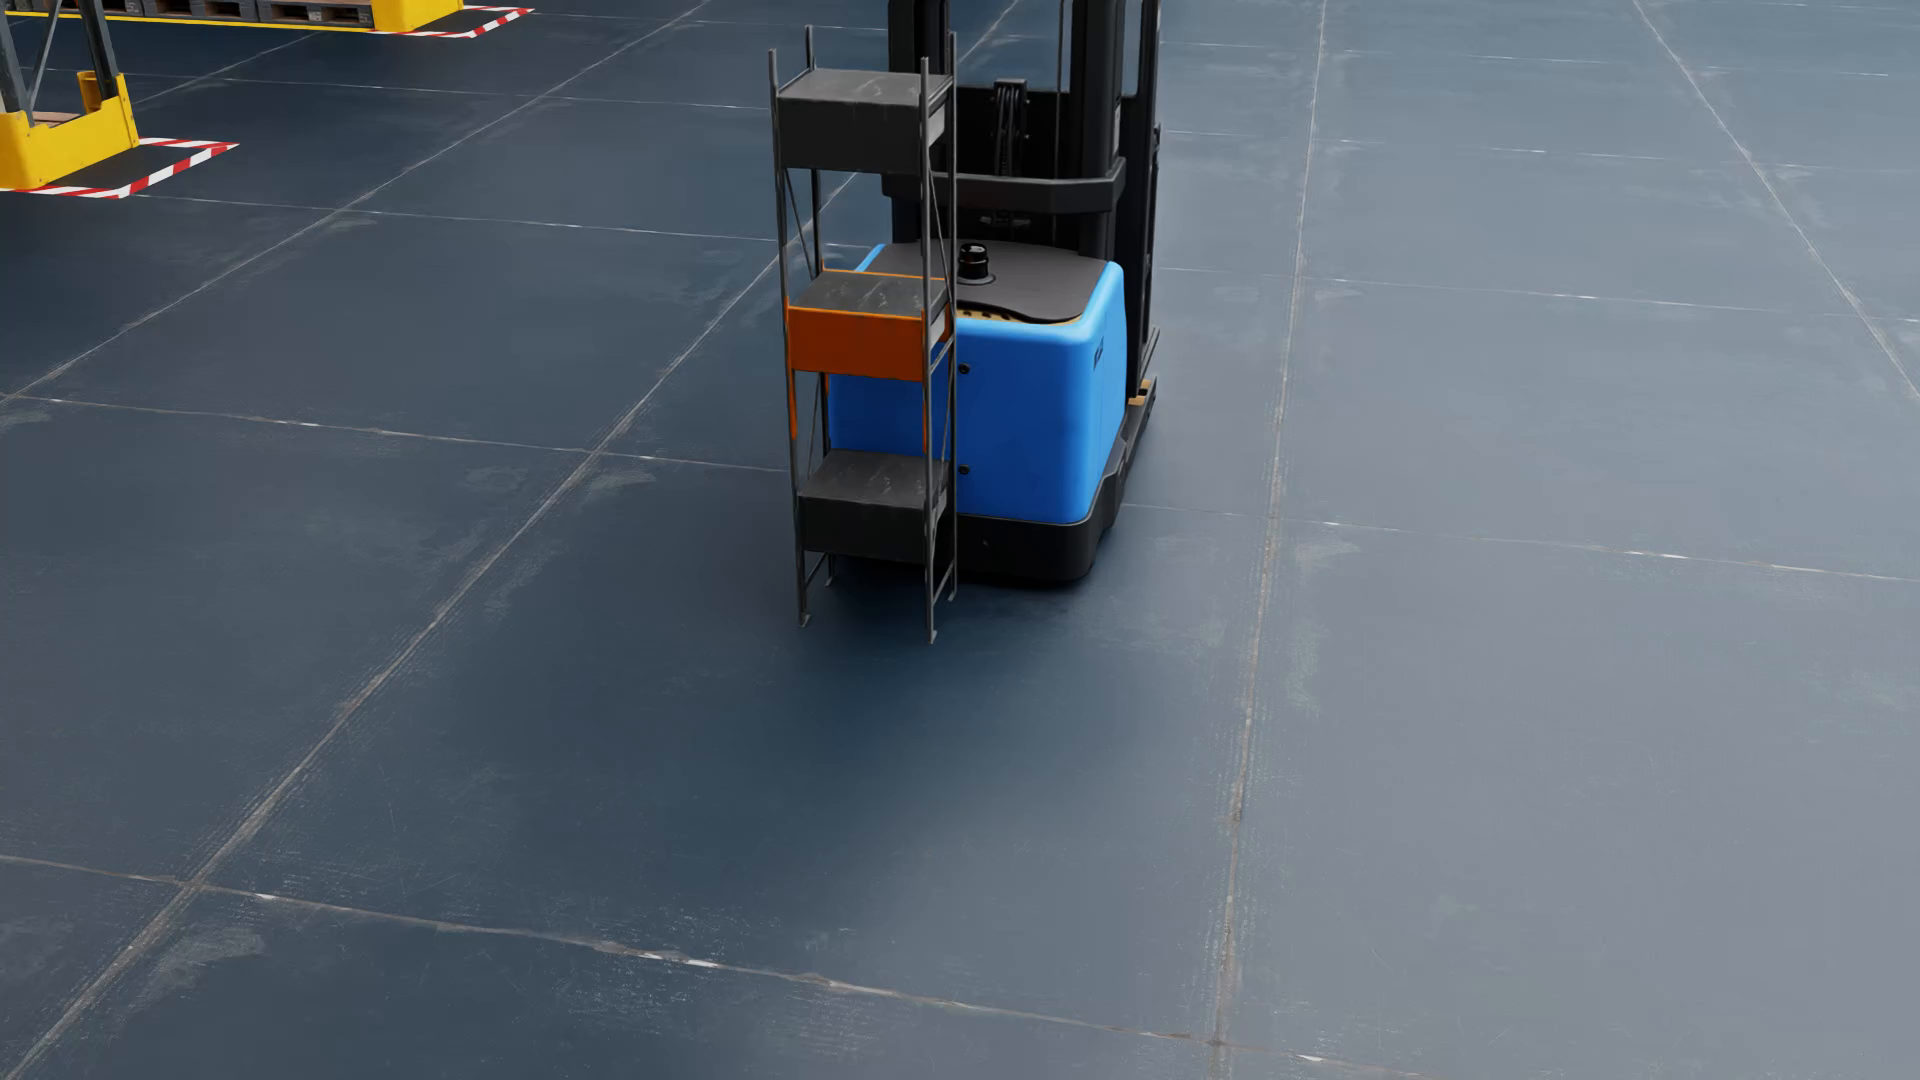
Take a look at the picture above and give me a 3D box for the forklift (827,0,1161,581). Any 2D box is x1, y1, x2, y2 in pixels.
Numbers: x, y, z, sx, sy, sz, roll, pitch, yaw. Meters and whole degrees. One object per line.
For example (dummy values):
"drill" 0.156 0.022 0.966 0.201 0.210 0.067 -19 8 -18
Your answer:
"forklift" 0.307 -1.821 7.024 1.130 2.935 3.031 7 29 12

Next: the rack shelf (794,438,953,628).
"rack shelf" -0.303 -0.031 6.106 0.480 0.518 0.431 7 29 12

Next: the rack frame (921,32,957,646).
"rack frame" -0.066 -0.630 5.713 0.015 2.100 0.400 7 29 12

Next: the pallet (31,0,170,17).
"pallet" -8.290 -5.379 16.356 1.213 0.211 1.003 6 29 11

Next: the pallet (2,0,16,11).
"pallet" -9.716 -5.507 16.590 1.213 0.211 1.003 6 29 11

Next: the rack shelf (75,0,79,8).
"rack shelf" -8.033 -3.811 11.337 4.000 0.370 1.077 6 29 11

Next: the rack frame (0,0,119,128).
"rack frame" -6.077 -3.926 10.798 0.127 3.000 1.000 6 29 11

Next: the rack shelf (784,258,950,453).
"rack shelf" -0.303 -0.645 5.769 0.480 0.518 0.431 7 29 12

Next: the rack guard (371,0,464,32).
"rack guard" -5.117 -5.163 15.660 0.348 0.500 1.175 6 29 11

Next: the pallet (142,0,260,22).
"pallet" -7.094 -5.258 16.134 1.213 0.211 1.003 6 29 11

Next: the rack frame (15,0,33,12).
"rack frame" -8.955 -6.653 15.779 0.127 3.000 1.000 6 29 11

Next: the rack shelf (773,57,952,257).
"rack shelf" -0.303 -1.259 5.433 0.480 0.518 0.431 7 29 12

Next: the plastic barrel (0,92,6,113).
"plastic barrel" -6.737 -3.049 11.349 0.421 0.512 0.421 0 29 0

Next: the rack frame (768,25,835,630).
"rack frame" -0.540 -0.684 5.812 0.015 2.100 0.400 7 29 12

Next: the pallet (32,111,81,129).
"pallet" -6.955 -2.772 11.594 1.213 0.211 1.003 6 29 11

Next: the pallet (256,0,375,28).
"pallet" -5.904 -5.135 15.909 1.213 0.211 1.003 6 29 11

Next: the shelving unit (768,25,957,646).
"shelving unit" -0.303 -0.657 5.763 0.503 2.100 0.431 7 29 12

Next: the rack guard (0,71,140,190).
"rack guard" -6.161 -2.815 11.371 0.348 0.500 1.175 6 29 11
